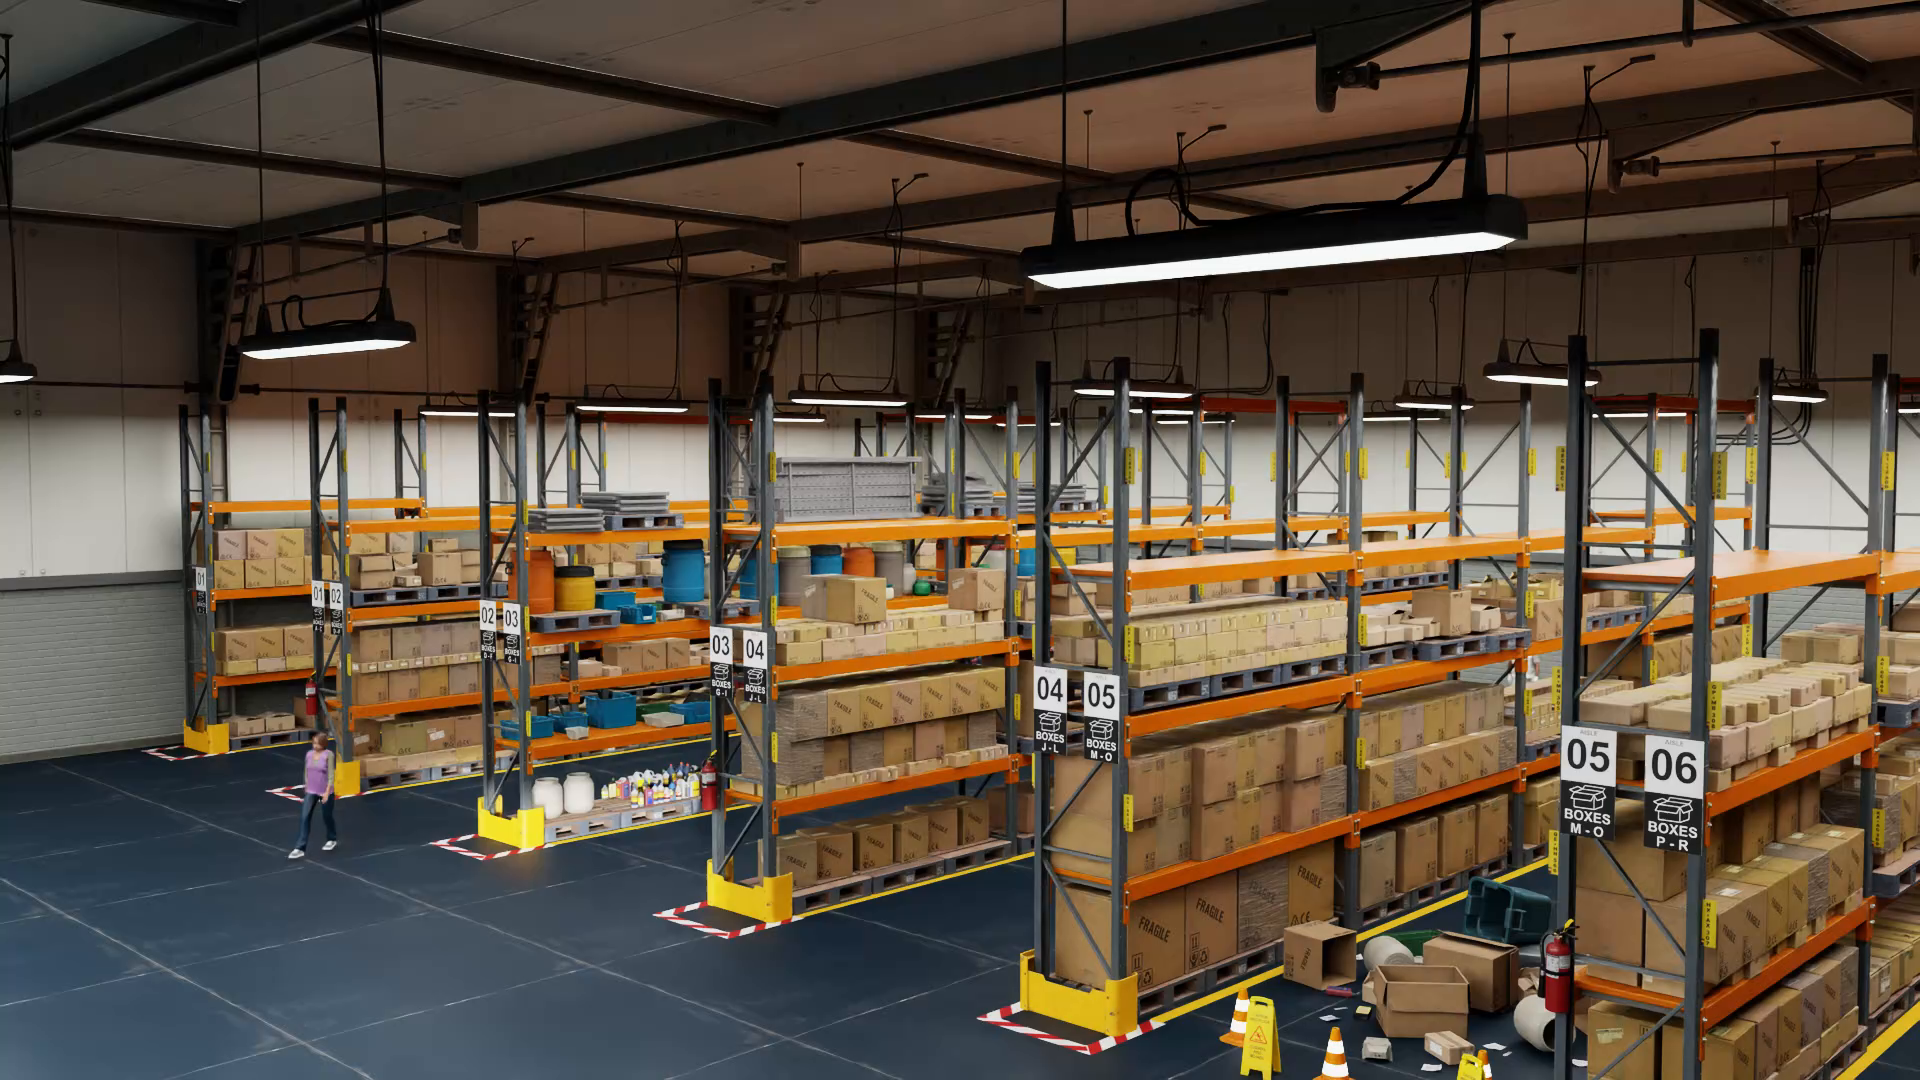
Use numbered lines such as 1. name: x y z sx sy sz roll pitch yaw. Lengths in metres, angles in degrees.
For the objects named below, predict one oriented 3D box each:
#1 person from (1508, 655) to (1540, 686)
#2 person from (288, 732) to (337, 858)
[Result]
1. person: 10.628 2.623 31.401 0.614 1.788 0.712 2 4 32
2. person: -8.242 3.248 21.304 0.469 1.562 0.814 0 3 1
